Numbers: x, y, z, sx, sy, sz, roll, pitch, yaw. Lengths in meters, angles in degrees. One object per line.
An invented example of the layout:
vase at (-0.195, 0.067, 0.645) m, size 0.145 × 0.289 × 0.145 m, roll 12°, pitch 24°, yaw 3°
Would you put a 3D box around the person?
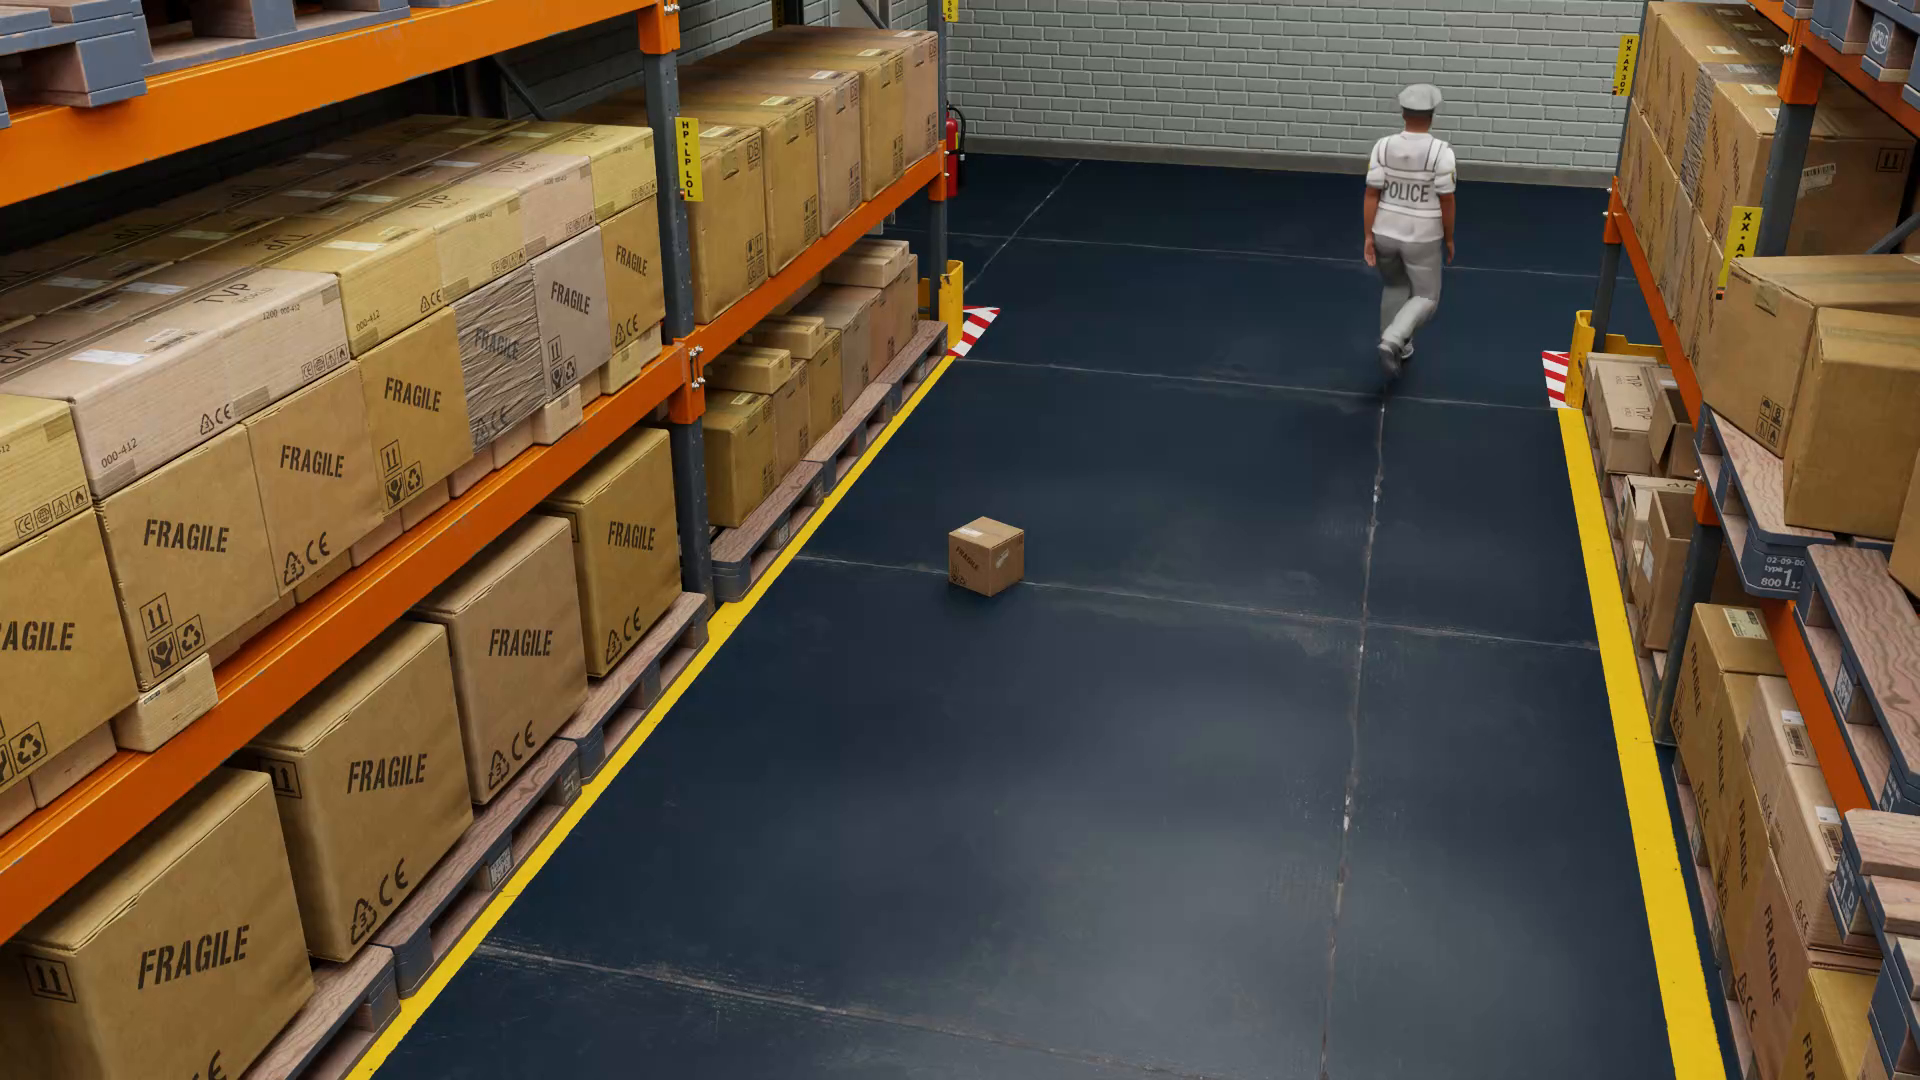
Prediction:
person at (2.680, -1.839, 9.959) m, size 0.523 × 1.741 × 0.830 m, roll 19°, pitch 31°, yaw 35°
